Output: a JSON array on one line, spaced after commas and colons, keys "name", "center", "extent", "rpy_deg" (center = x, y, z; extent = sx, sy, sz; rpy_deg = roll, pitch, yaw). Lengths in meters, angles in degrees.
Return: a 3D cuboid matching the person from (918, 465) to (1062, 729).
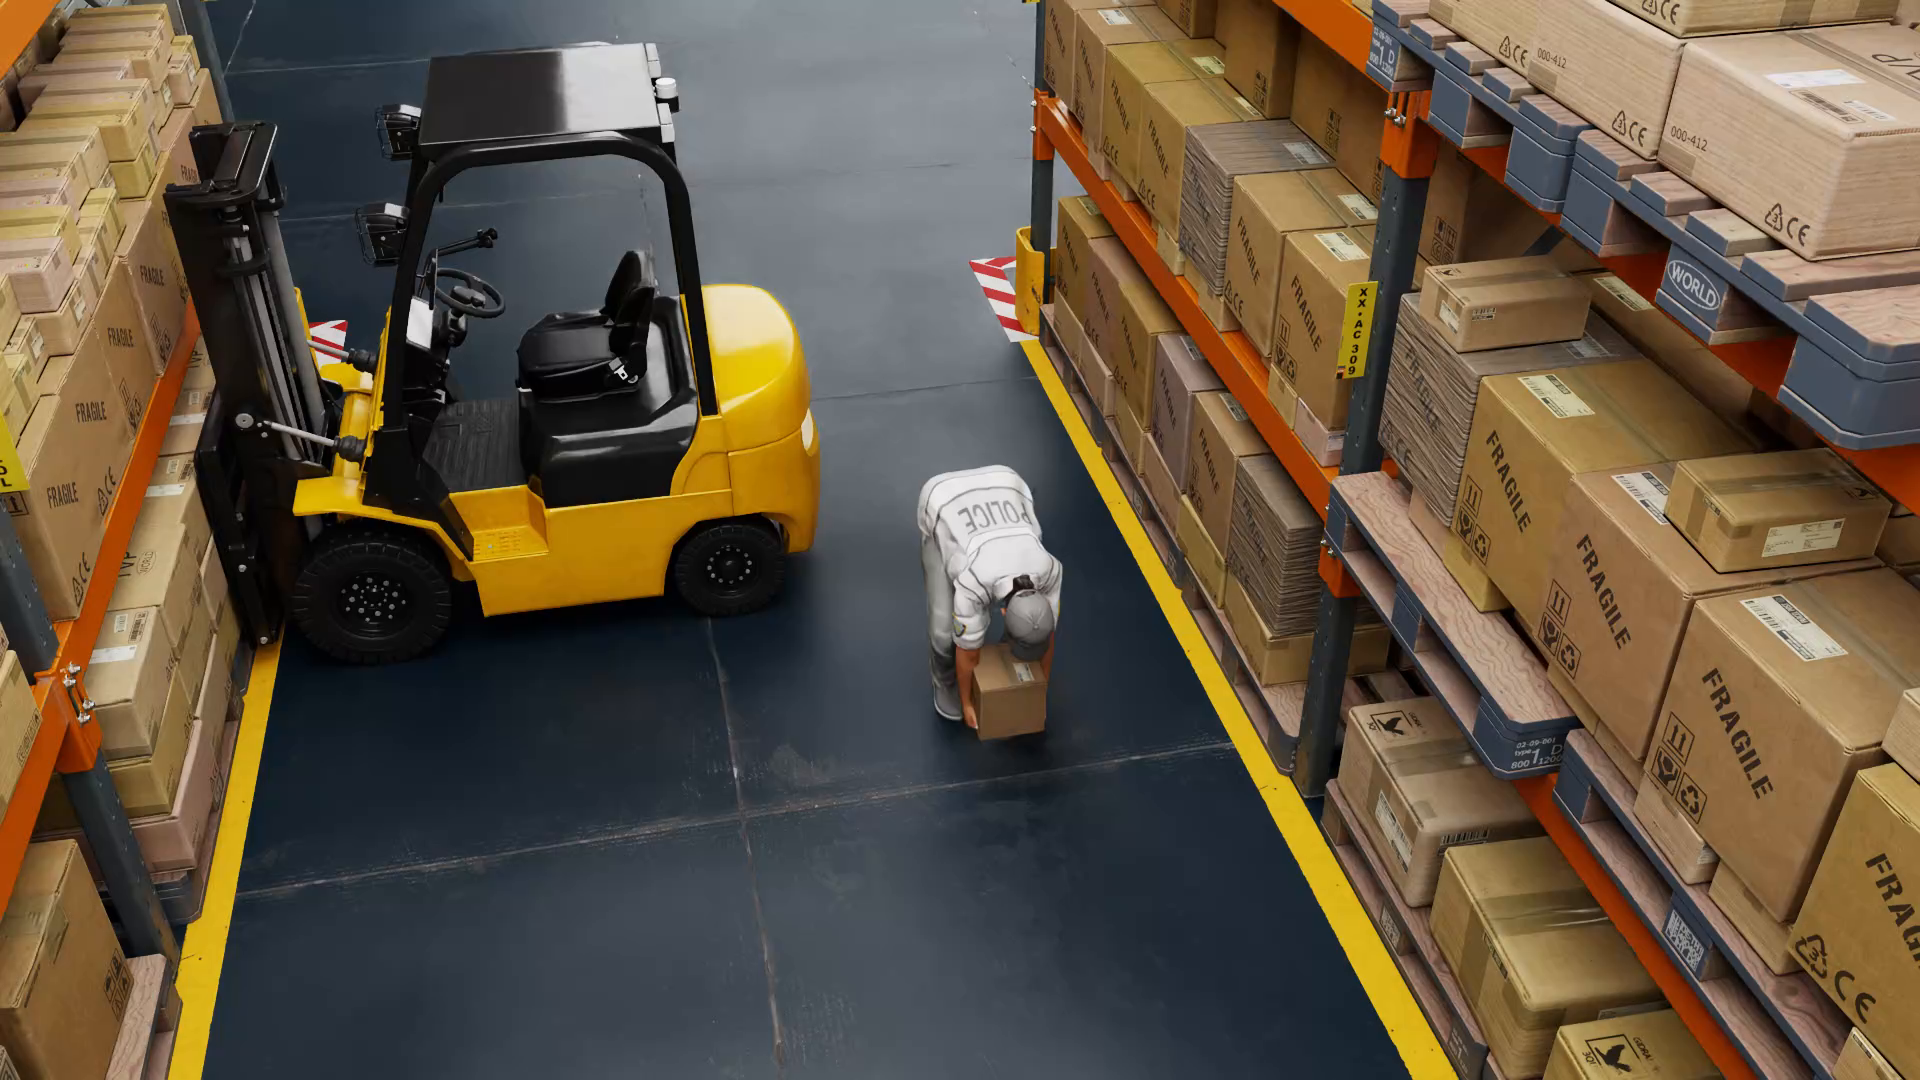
[{"name": "person", "center": [0.138, 0.305, 6.275], "extent": [0.497, 1.014, 0.949], "rpy_deg": [-9, 36, -13]}]
